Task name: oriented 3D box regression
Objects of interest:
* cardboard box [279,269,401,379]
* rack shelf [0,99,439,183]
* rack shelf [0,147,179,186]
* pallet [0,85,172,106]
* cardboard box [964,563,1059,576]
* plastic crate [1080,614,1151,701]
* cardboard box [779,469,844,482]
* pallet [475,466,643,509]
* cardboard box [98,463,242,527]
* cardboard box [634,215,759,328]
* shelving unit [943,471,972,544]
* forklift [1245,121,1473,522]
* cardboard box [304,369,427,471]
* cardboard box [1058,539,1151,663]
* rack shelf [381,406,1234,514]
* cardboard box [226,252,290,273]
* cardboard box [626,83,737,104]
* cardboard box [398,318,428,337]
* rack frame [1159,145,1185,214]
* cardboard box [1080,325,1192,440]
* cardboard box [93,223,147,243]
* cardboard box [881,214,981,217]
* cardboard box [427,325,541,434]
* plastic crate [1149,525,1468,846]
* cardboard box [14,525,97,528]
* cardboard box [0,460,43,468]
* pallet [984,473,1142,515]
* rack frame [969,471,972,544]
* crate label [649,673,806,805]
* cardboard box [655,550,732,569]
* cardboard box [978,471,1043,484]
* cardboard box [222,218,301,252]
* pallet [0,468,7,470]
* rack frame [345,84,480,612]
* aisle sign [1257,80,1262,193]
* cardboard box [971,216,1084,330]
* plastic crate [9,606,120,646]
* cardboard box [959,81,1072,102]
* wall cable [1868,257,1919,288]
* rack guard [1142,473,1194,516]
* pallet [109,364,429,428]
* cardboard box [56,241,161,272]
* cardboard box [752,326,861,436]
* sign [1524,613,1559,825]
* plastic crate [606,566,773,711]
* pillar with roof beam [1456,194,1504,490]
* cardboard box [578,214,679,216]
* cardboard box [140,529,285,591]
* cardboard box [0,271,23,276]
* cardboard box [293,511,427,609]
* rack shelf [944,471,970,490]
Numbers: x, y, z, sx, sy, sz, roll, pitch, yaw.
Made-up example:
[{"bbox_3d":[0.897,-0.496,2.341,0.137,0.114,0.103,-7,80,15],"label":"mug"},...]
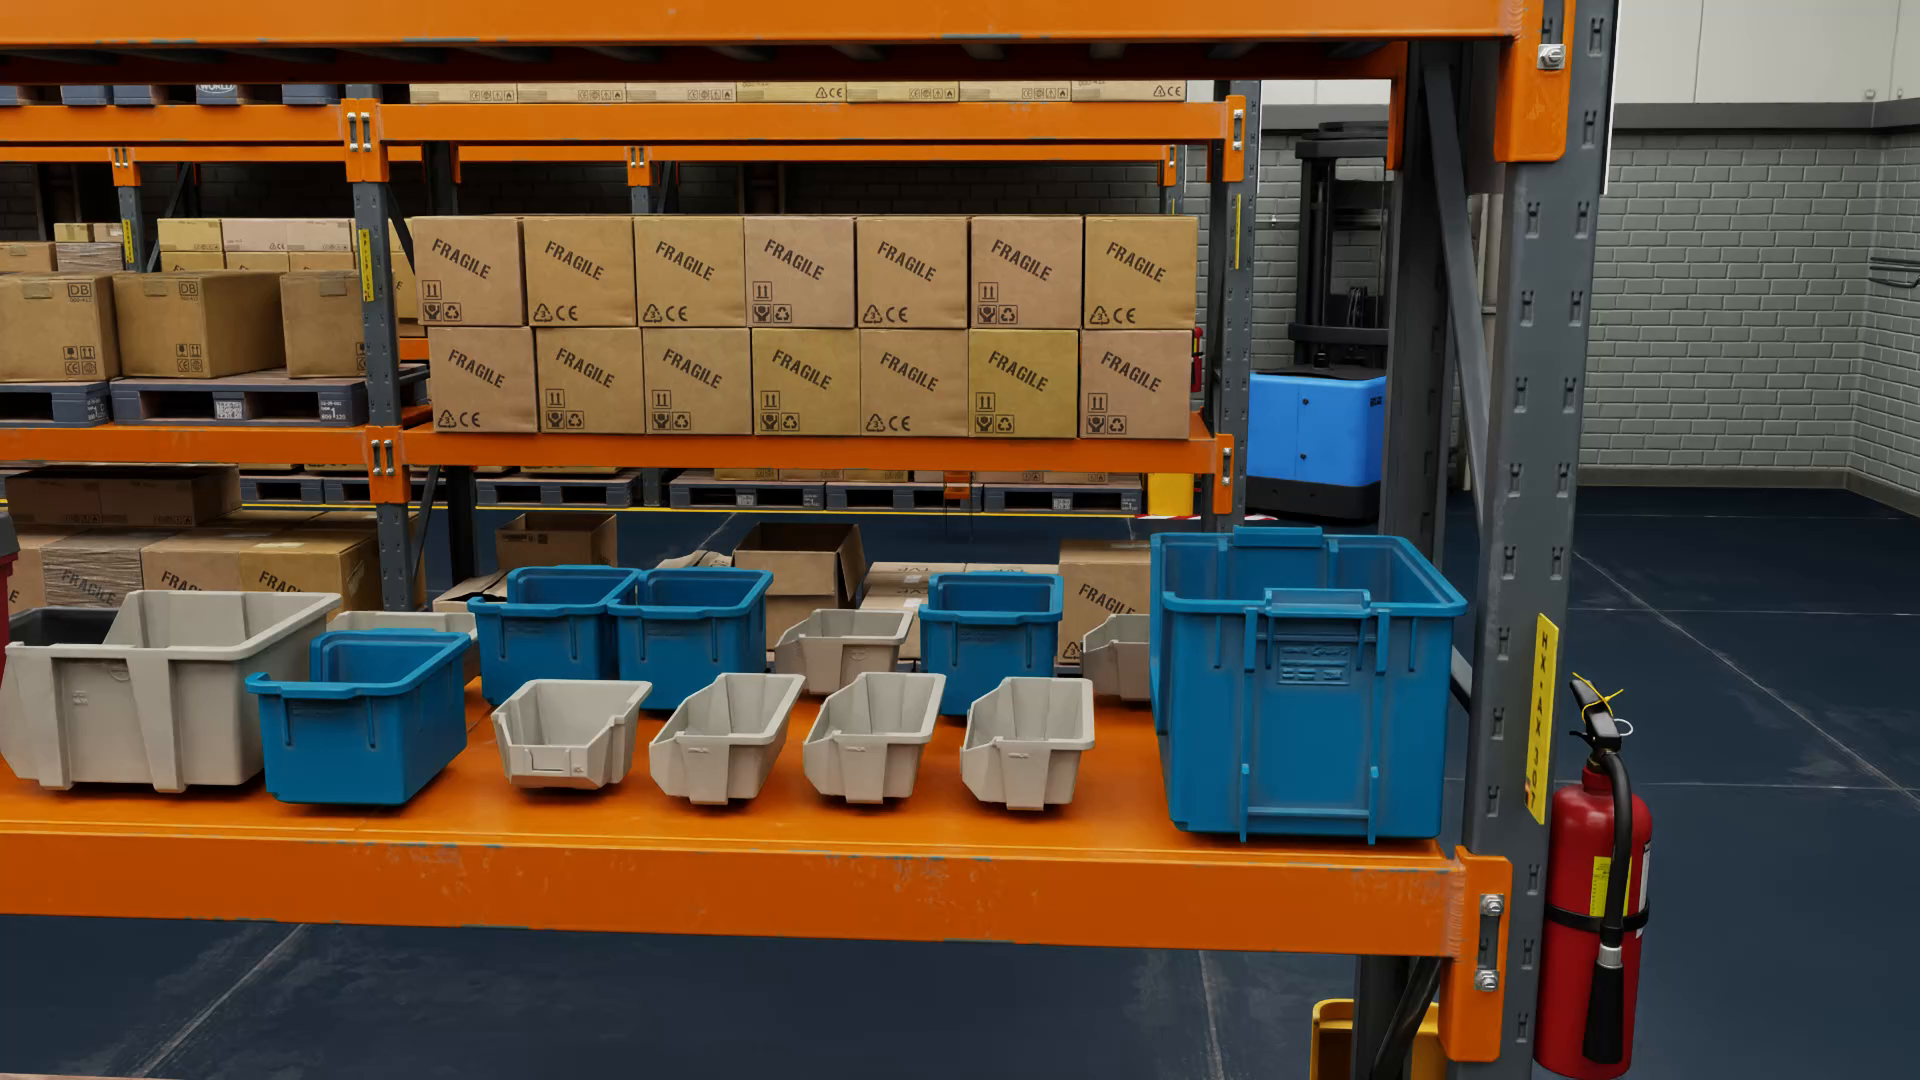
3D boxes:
[{"bbox_3d":[-3.160,-1.119,8.522,0.500,0.500,0.700,-3,12,-15],"label":"cardboard box"},{"bbox_3d":[-4.698,-1.956,8.223,4.000,0.370,1.077,1,12,4],"label":"rack shelf"},{"bbox_3d":[-8.362,-3.023,13.322,4.000,0.370,1.077,1,12,4],"label":"rack shelf"},{"bbox_3d":[-4.383,-2.225,8.213,1.003,0.211,1.213,1,12,4],"label":"pallet"},{"bbox_3d":[0.266,0.301,8.646,0.500,0.250,0.500,1,12,4],"label":"cardboard box"},{"bbox_3d":[0.415,0.262,3.687,0.298,0.136,0.250,1,12,4],"label":"plastic crate"},{"bbox_3d":[-1.135,-0.768,13.191,0.500,0.500,0.700,1,12,3],"label":"cardboard box"},{"bbox_3d":[-3.150,-0.455,13.426,1.213,0.211,1.003,1,12,4],"label":"pallet"},{"bbox_3d":[-4.167,-0.241,8.794,0.500,0.250,0.500,1,12,4],"label":"cardboard box"},{"bbox_3d":[-1.223,-1.273,7.840,0.500,0.500,0.500,0,12,2],"label":"cardboard box"},{"bbox_3d":[-0.014,-0.587,11.646,0.189,1.200,0.258,1,12,4],"label":"shelving unit"},{"bbox_3d":[3.369,-1.821,13.317,1.130,2.935,3.031,8,14,35],"label":"forklift"},{"bbox_3d":[-4.768,-0.982,13.362,0.750,0.750,0.750,1,12,3],"label":"cardboard box"},{"bbox_3d":[0.730,0.293,8.070,0.500,0.500,0.500,1,12,4],"label":"cardboard box"},{"bbox_3d":[-0.707,-0.433,8.268,4.000,0.370,1.077,1,12,4],"label":"rack shelf"},{"bbox_3d":[-5.377,-2.015,13.057,0.500,0.500,0.500,1,12,6],"label":"cardboard box"},{"bbox_3d":[-1.236,-2.135,7.689,0.500,0.250,0.500,1,12,4],"label":"cardboard box"},{"bbox_3d":[-4.260,-1.690,13.087,0.250,0.149,0.380,1,12,6],"label":"cardboard box"},{"bbox_3d":[1.616,-1.770,12.902,0.127,3.000,1.000,1,12,4],"label":"rack frame"},{"bbox_3d":[0.824,-0.757,7.817,0.500,0.500,0.500,1,12,5],"label":"cardboard box"},{"bbox_3d":[-6.712,-2.459,13.297,0.250,0.149,0.380,-1,12,-4],"label":"cardboard box"},{"bbox_3d":[-0.158,-1.369,8.302,0.500,0.500,0.500,1,12,5],"label":"cardboard box"},{"bbox_3d":[-2.212,-0.799,8.016,0.500,0.500,0.500,1,12,5],"label":"cardboard box"},{"bbox_3d":[0.607,0.241,3.056,0.499,0.435,0.616,1,12,4],"label":"plastic crate"},{"bbox_3d":[-4.704,0.119,8.903,0.500,0.500,0.500,0,12,2],"label":"cardboard box"},{"bbox_3d":[-7.594,-0.901,13.779,0.500,0.500,0.700,1,12,4],"label":"cardboard box"},{"bbox_3d":[0.813,-0.400,13.163,1.213,0.211,1.003,1,12,4],"label":"pallet"},{"bbox_3d":[0.077,-0.586,11.640,0.006,1.200,0.240,1,12,4],"label":"rack frame"},{"bbox_3d":[-0.440,0.374,3.151,0.243,0.136,0.396,1,12,4],"label":"crate label"},{"bbox_3d":[-1.367,0.249,8.746,0.500,0.311,0.500,1,12,4],"label":"cardboard box"},{"bbox_3d":[0.412,-0.748,13.096,0.500,0.500,0.700,1,12,4],"label":"cardboard box"},{"bbox_3d":[-5.394,-2.384,12.990,0.500,0.250,0.500,1,12,3],"label":"cardboard box"},{"bbox_3d":[-8.360,-0.542,13.846,1.213,0.211,1.003,1,12,4],"label":"pallet"},{"bbox_3d":[-2.702,-0.812,8.325,0.127,3.000,1.000,1,12,4],"label":"rack frame"},{"bbox_3d":[1.336,-1.967,7.494,0.004,0.787,0.394,1,12,4],"label":"aisle sign"},{"bbox_3d":[0.322,-1.253,7.744,0.500,0.500,0.500,1,12,5],"label":"cardboard box"},{"bbox_3d":[-1.902,0.265,3.699,0.590,0.125,0.437,1,12,4],"label":"plastic crate"},{"bbox_3d":[0.260,-2.115,7.591,0.500,0.250,0.500,1,12,4],"label":"cardboard box"},{"bbox_3d":[7.235,-3.036,11.887,0.112,2.526,3.097,1,12,4],"label":"wall cable"},{"bbox_3d":[1.640,-0.546,13.156,0.348,0.500,1.175,1,12,4],"label":"rack guard"},{"bbox_3d":[-3.493,-0.752,8.504,1.213,0.211,1.003,1,12,4],"label":"pallet"},{"bbox_3d":[-6.836,-2.148,13.391,0.500,0.500,0.700,-1,12,-3],"label":"cardboard box"},{"bbox_3d":[-0.695,-0.778,7.919,0.500,0.500,0.500,1,12,3],"label":"cardboard box"},{"bbox_3d":[0.933,0.287,2.671,0.005,0.325,0.100,1,12,4],"label":"sign"},{"bbox_3d":[-0.584,0.218,3.661,0.300,0.233,0.416,1,12,4],"label":"plastic crate"},{"bbox_3d":[4.080,-3.966,8.751,0.400,9.000,9.100,1,12,4],"label":"pillar with roof beam"},{"bbox_3d":[-1.669,-1.390,8.402,0.500,0.500,0.500,1,12,3],"label":"cardboard box"},{"bbox_3d":[-3.707,0.239,8.329,0.500,0.500,0.500,1,12,4],"label":"cardboard box"},{"bbox_3d":[-5.158,-1.084,8.356,0.500,0.500,0.700,3,12,14],"label":"cardboard box"},{"bbox_3d":[-3.169,0.139,8.806,0.500,0.500,0.500,0,12,1],"label":"cardboard box"},{"bbox_3d":[-0.014,-0.427,11.680,0.180,0.103,0.258,1,12,4],"label":"rack shelf"}]
